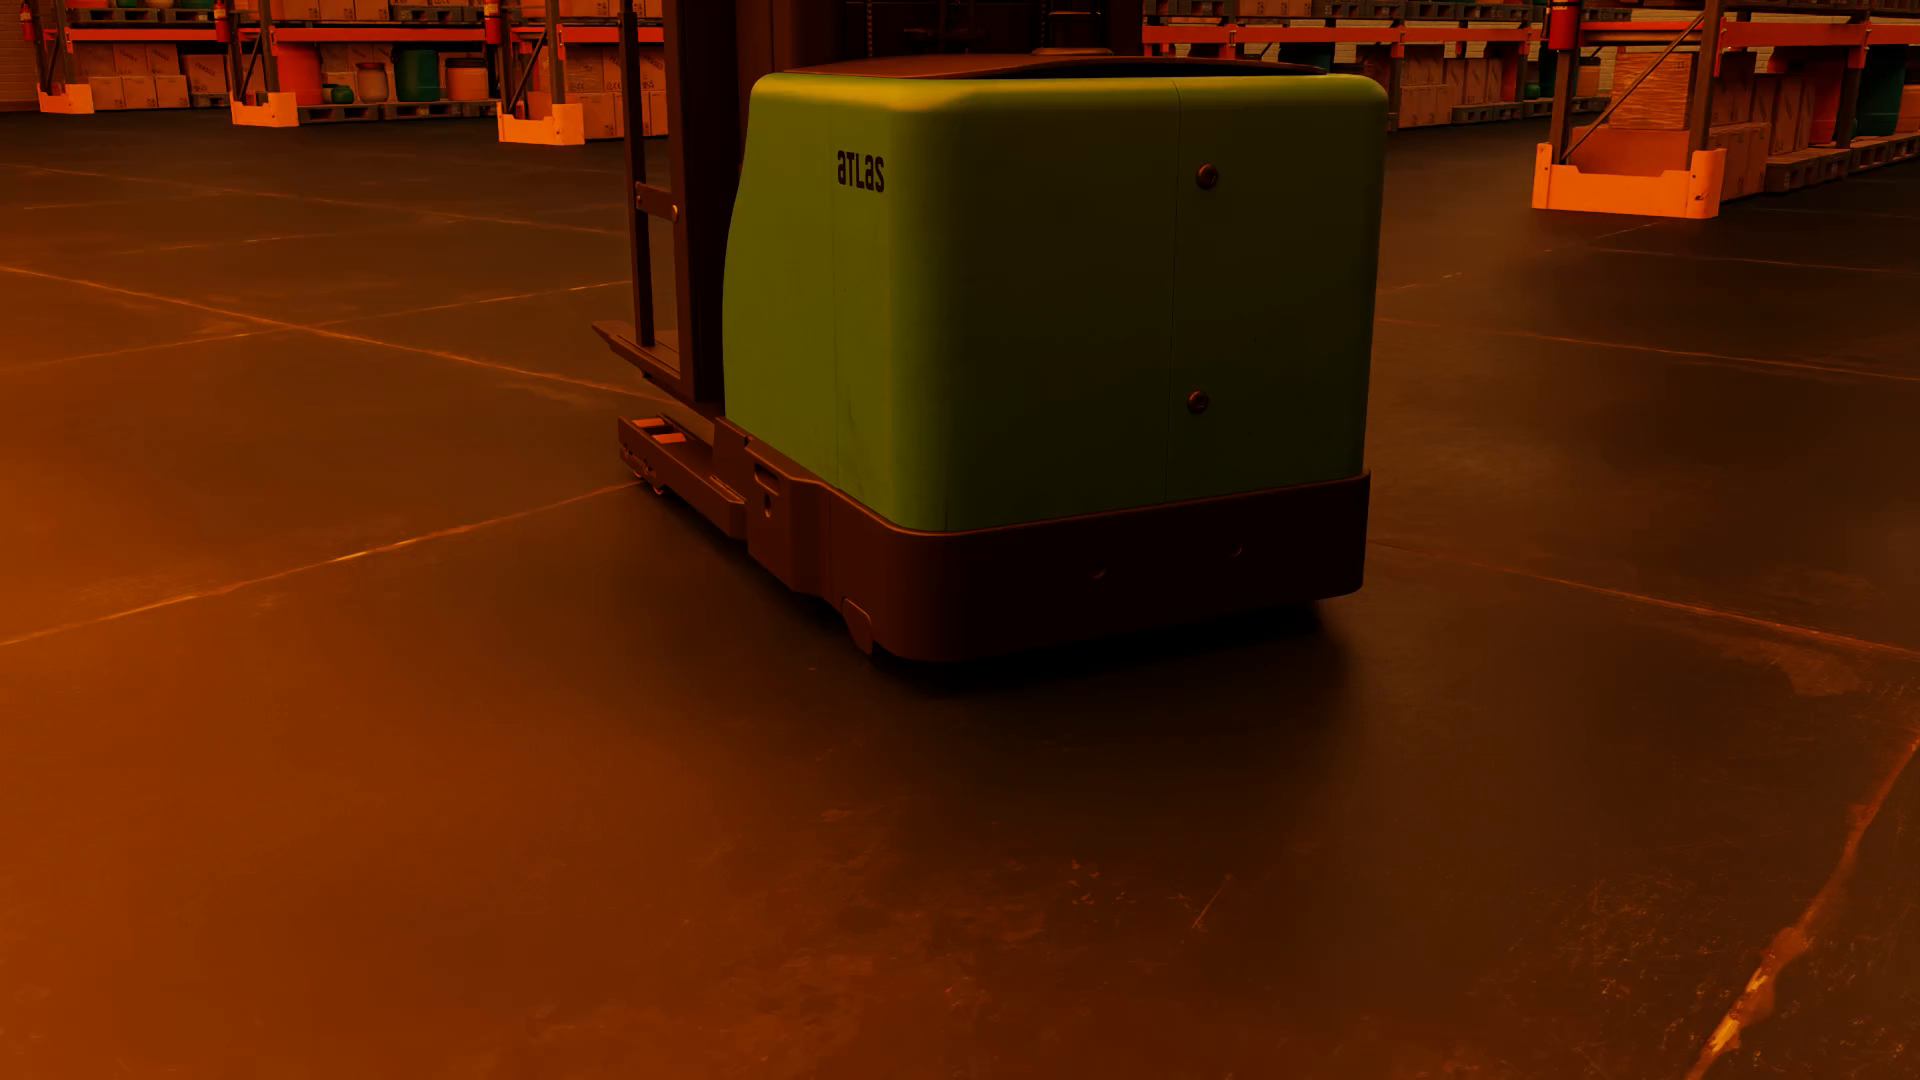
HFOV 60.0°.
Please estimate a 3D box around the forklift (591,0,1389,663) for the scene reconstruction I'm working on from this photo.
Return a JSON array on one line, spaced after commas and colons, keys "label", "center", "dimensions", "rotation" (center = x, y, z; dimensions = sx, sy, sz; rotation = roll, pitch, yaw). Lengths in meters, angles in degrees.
[{"label": "forklift", "center": [-0.270, -1.565, 4.052], "dimensions": [1.130, 2.935, 3.031], "rotation": [-8, 19, -25]}]
